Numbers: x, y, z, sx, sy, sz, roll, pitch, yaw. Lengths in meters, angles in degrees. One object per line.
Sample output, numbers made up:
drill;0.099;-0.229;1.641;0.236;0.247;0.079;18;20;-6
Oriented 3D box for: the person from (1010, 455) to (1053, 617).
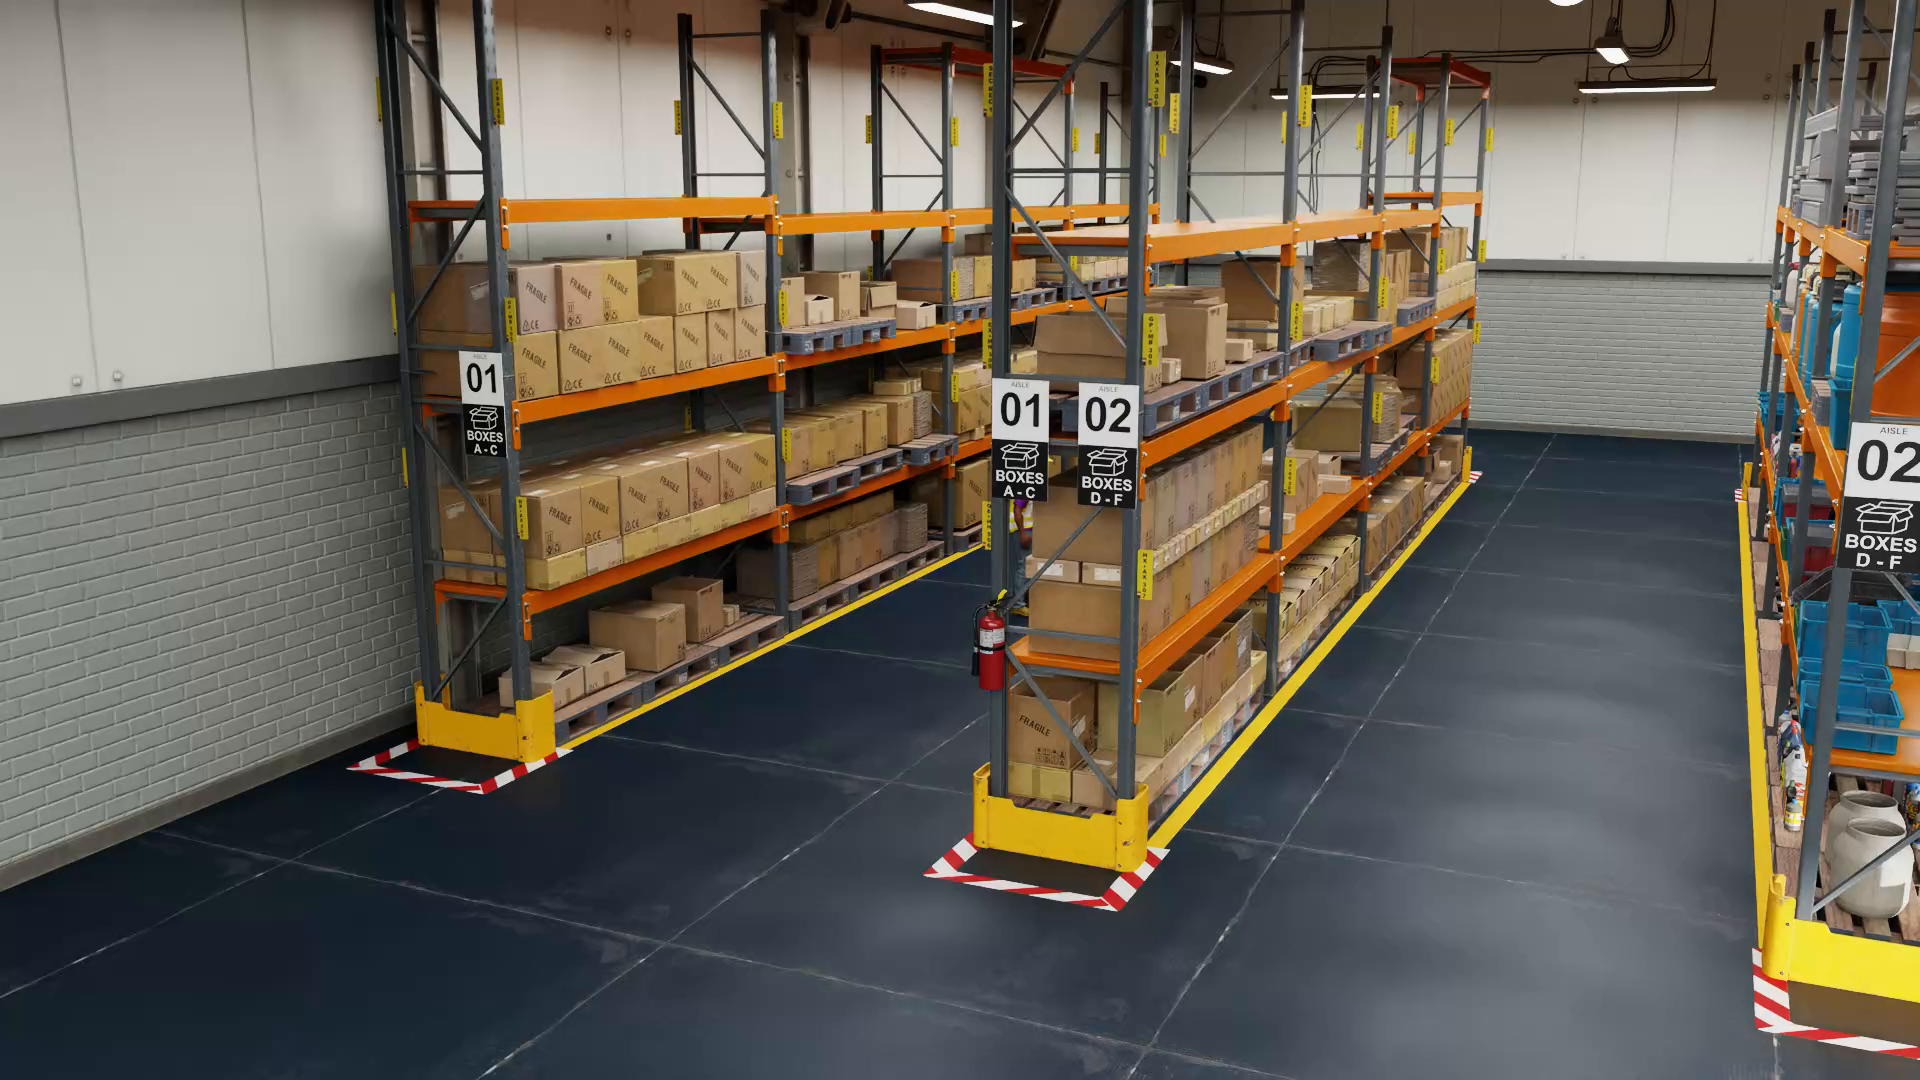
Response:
person;0.740;-0.112;17.440;0.459;1.761;0.638;5;13;22
